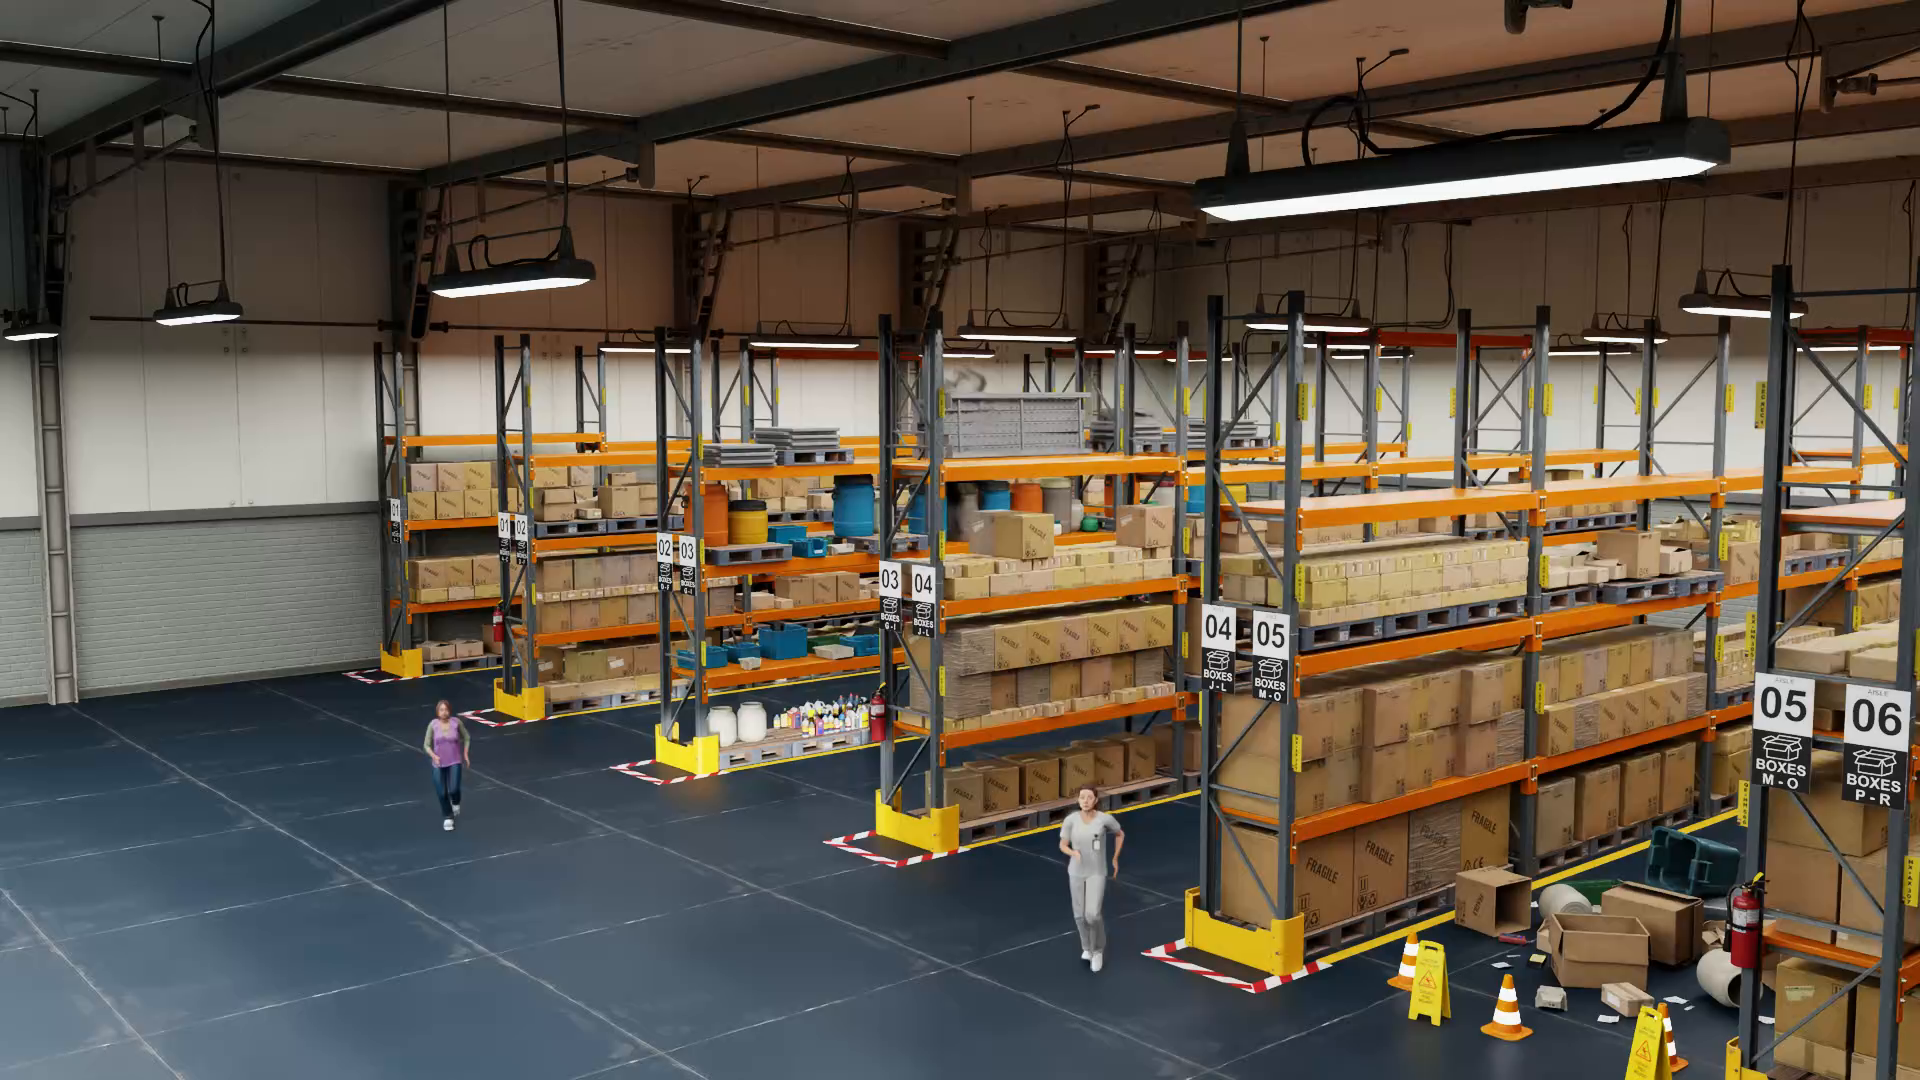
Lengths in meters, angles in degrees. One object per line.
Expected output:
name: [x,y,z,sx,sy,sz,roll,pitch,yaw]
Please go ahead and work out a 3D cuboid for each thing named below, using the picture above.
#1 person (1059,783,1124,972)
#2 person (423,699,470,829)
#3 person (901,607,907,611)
person: [1.148,2.990,14.758,0.535,1.668,0.678,2,5,17]
person: [-5.985,2.630,19.418,0.523,1.554,0.572,-1,5,-16]
person: [-1.231,1.212,34.132,0.897,1.658,0.570,-5,7,-43]
